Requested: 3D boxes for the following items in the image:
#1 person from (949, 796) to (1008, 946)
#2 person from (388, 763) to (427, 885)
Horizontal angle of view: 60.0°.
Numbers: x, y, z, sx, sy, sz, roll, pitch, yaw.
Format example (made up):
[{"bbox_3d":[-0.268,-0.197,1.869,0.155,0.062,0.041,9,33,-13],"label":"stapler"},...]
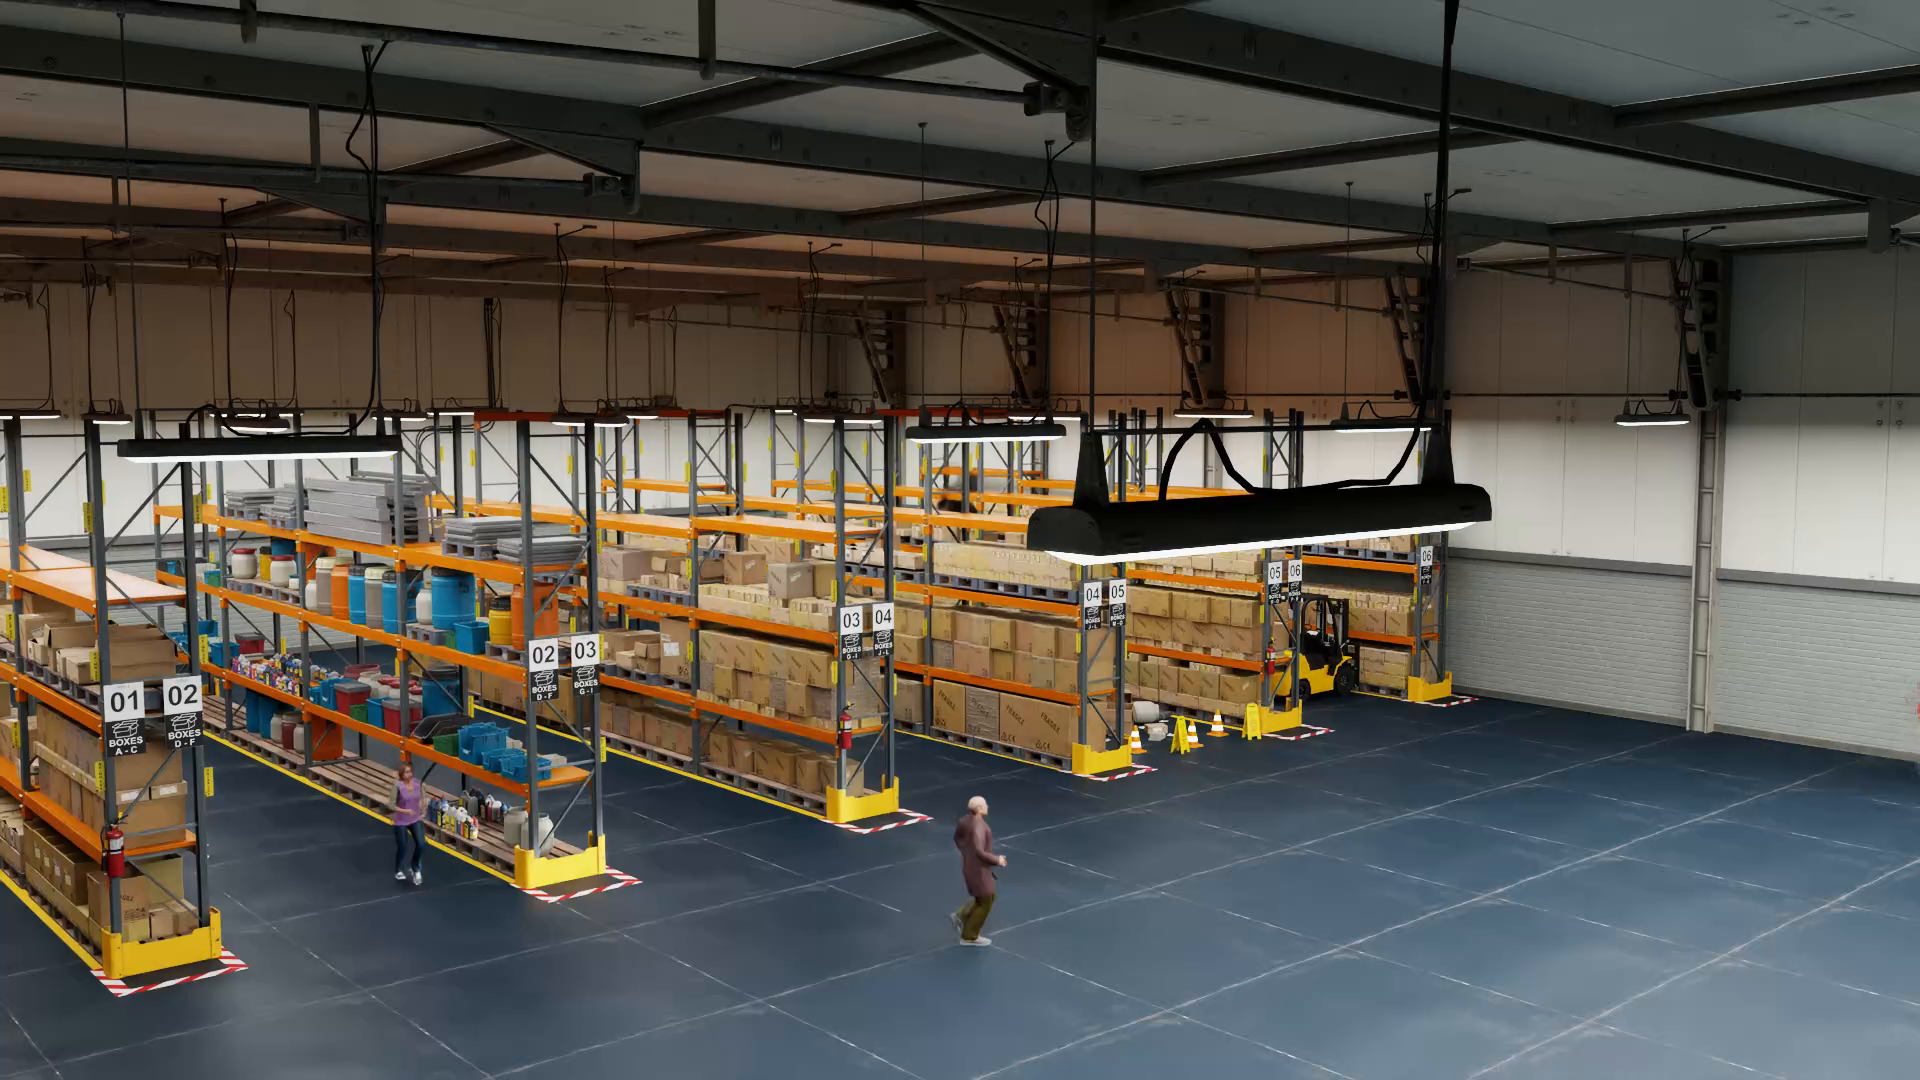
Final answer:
[{"bbox_3d":[0.211,3.790,19.030,0.630,1.743,0.716,-1,5,-13],"label":"person"},{"bbox_3d":[-7.086,3.673,21.410,0.566,1.610,0.670,-4,7,-41],"label":"person"}]
